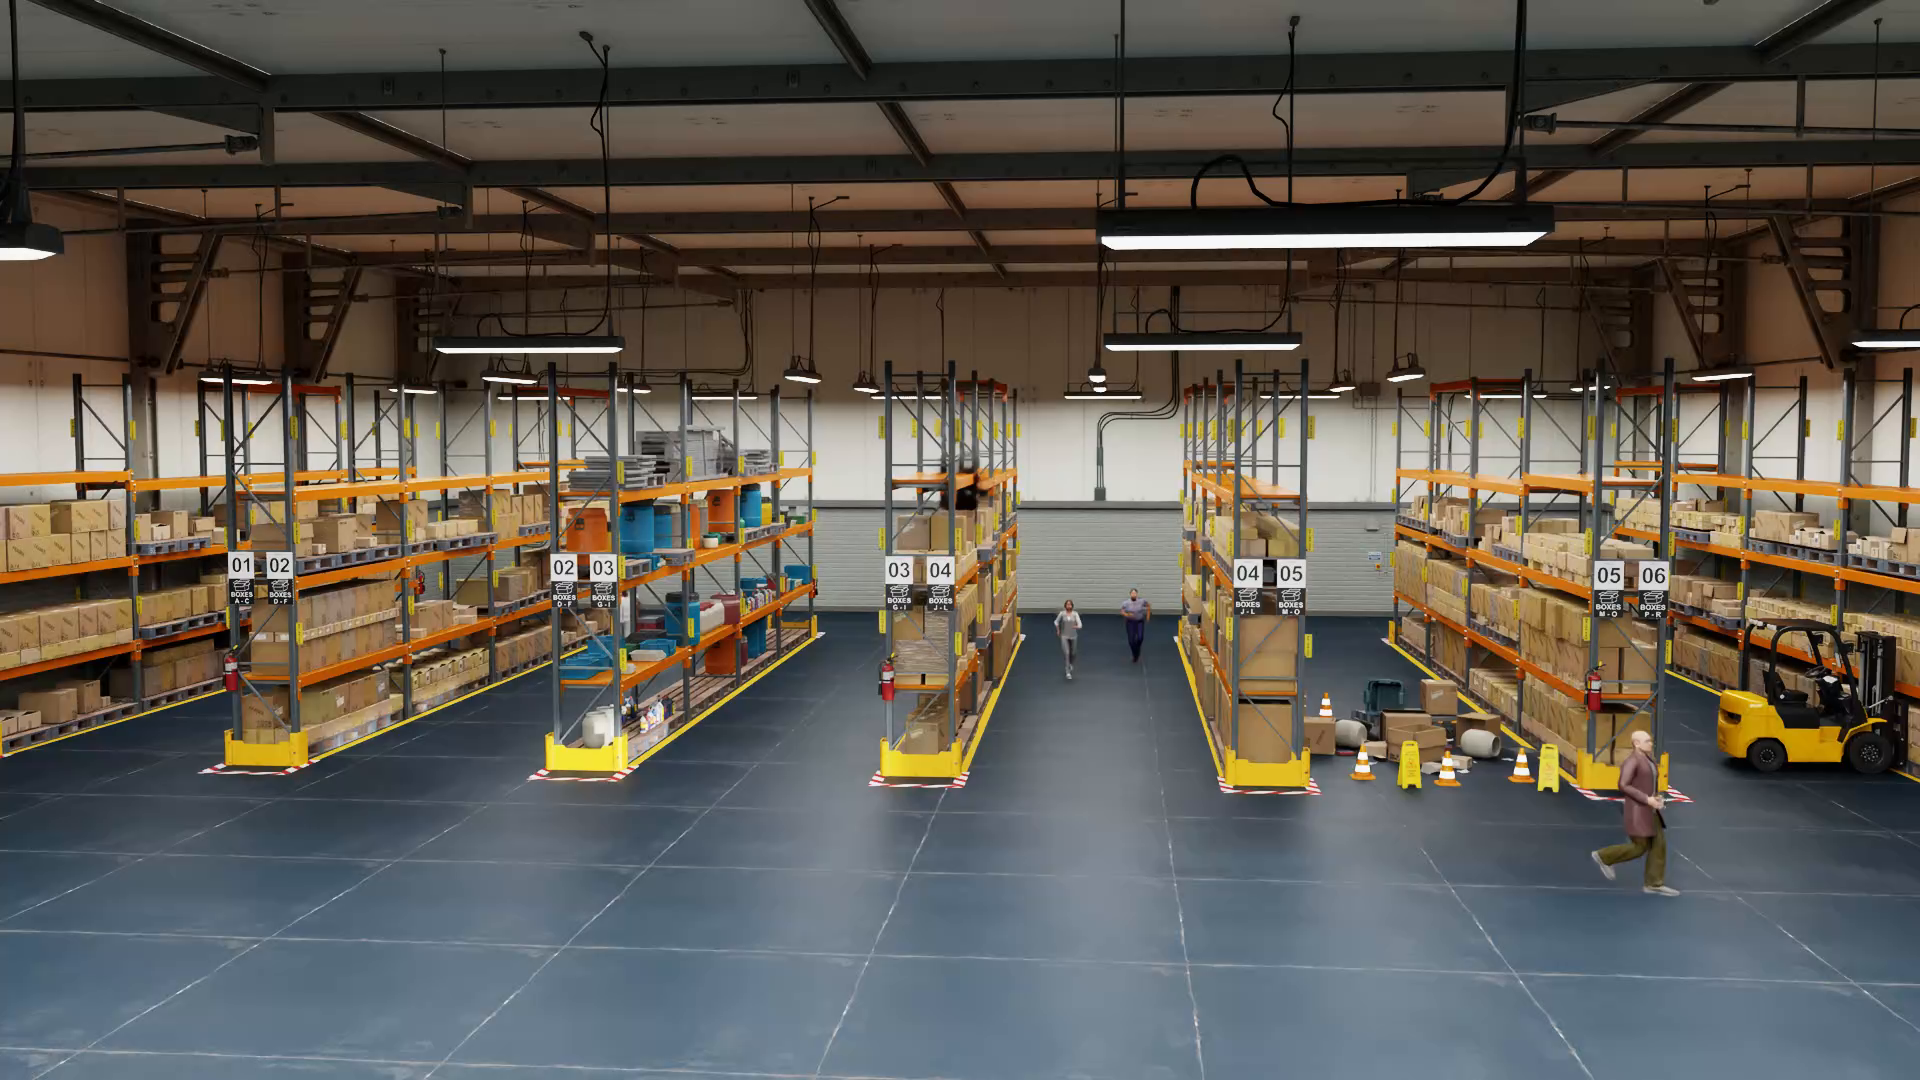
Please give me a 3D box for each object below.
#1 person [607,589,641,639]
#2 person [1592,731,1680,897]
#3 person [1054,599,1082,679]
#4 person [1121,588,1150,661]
[{"bbox_3d":[-7.209,1.755,35.589,0.692,1.786,0.918,0,4,-5],"label":"person"},{"bbox_3d":[7.334,2.929,17.977,0.920,1.750,0.720,4,5,44],"label":"person"},{"bbox_3d":[2.194,1.987,33.648,0.544,1.575,0.864,0,4,-3],"label":"person"},{"bbox_3d":[3.801,1.841,35.907,0.643,1.598,0.676,0,4,3],"label":"person"}]
